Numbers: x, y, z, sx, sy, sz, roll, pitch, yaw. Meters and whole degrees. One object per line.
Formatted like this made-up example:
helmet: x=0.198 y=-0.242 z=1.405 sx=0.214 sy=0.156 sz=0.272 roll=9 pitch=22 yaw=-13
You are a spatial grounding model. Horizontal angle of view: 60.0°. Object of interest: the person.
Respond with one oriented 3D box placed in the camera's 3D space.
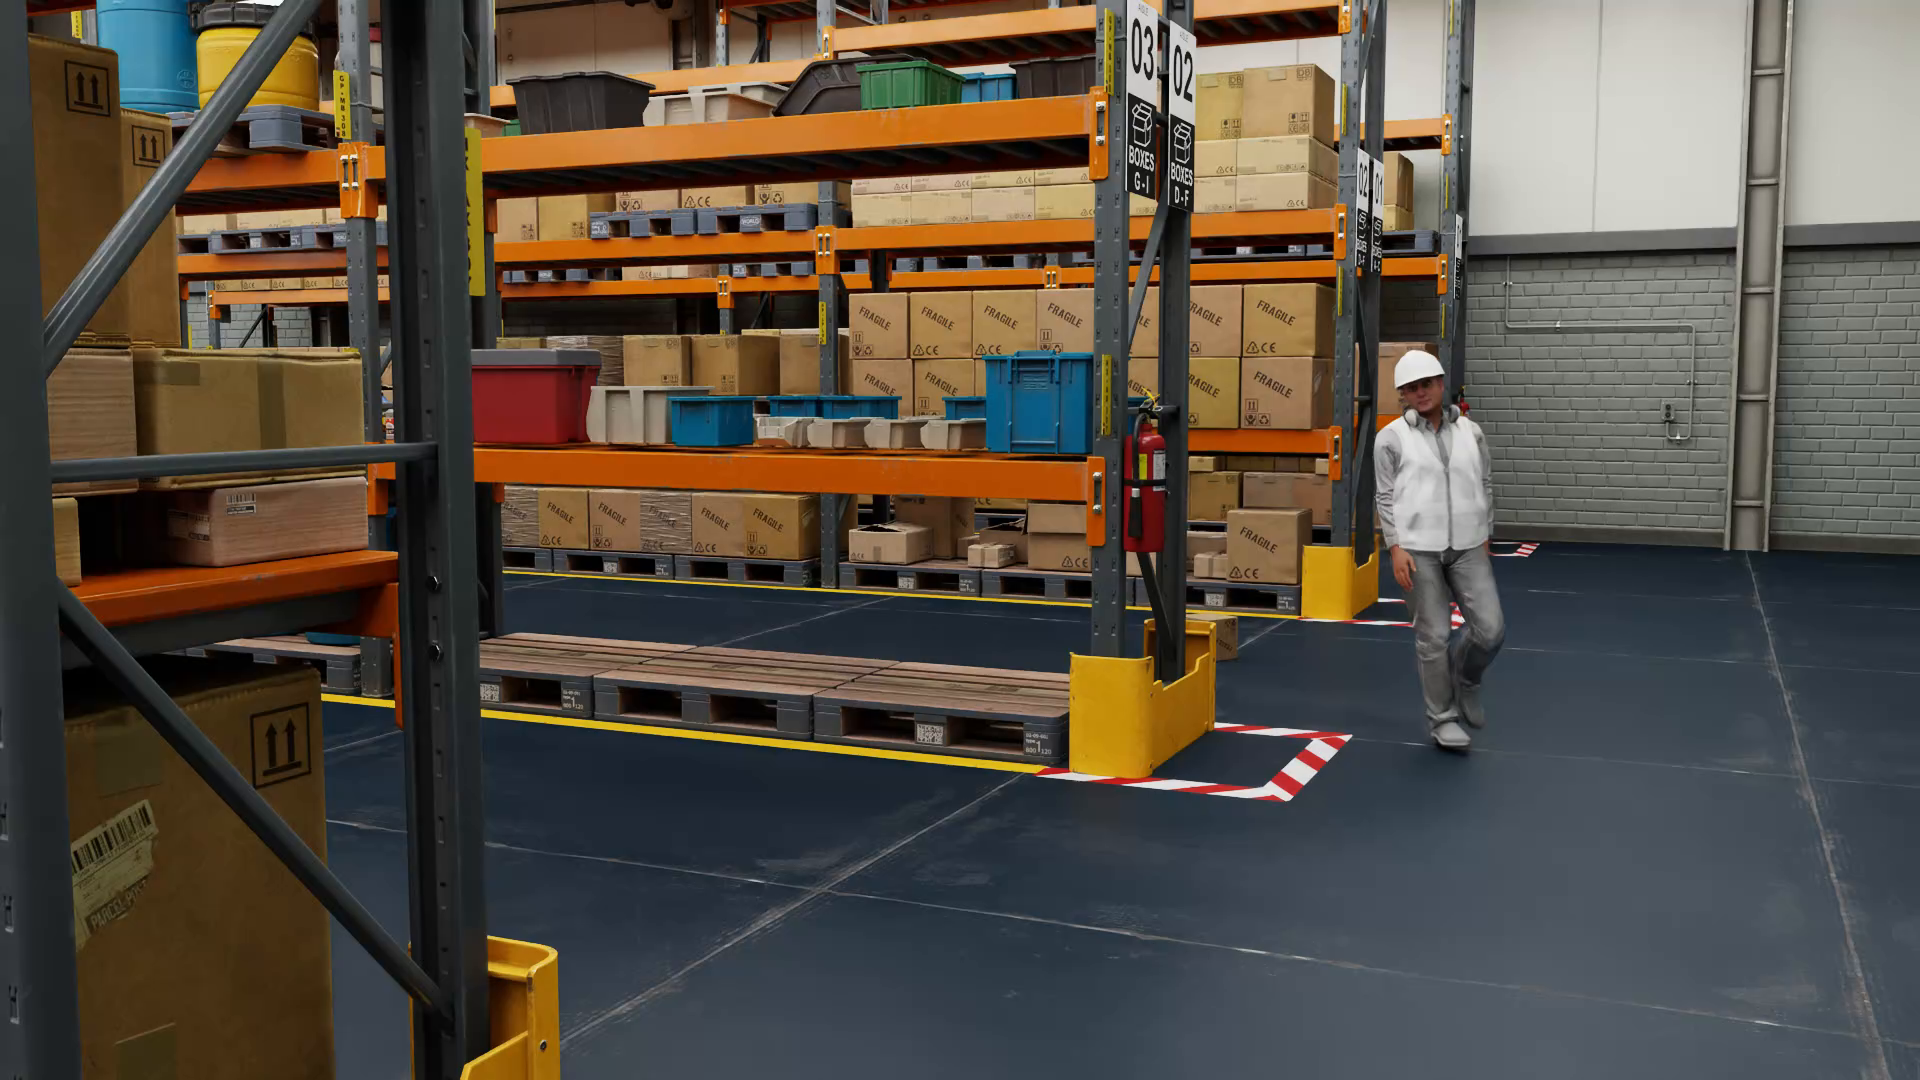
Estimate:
person: x=2.124 y=0.034 z=7.410 sx=0.572 sy=1.750 sz=0.492 roll=0 pitch=6 yaw=-3
